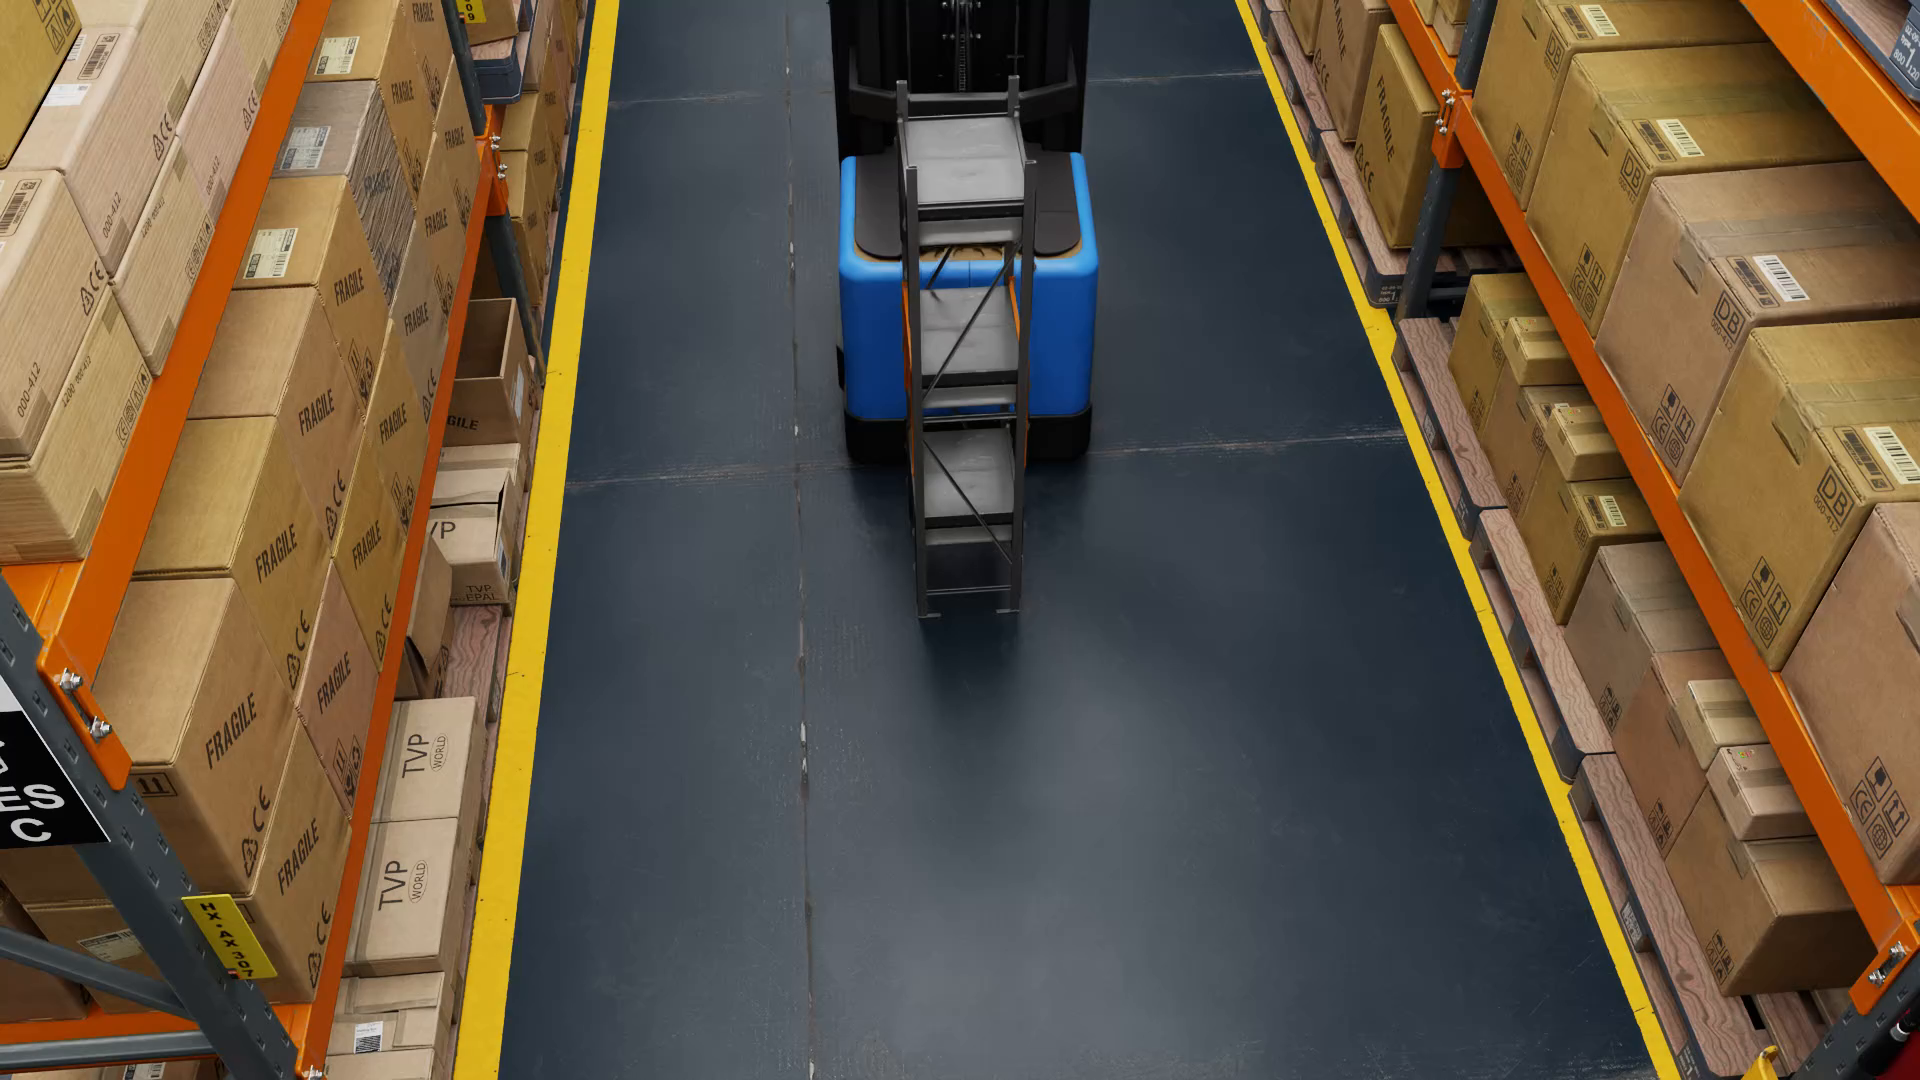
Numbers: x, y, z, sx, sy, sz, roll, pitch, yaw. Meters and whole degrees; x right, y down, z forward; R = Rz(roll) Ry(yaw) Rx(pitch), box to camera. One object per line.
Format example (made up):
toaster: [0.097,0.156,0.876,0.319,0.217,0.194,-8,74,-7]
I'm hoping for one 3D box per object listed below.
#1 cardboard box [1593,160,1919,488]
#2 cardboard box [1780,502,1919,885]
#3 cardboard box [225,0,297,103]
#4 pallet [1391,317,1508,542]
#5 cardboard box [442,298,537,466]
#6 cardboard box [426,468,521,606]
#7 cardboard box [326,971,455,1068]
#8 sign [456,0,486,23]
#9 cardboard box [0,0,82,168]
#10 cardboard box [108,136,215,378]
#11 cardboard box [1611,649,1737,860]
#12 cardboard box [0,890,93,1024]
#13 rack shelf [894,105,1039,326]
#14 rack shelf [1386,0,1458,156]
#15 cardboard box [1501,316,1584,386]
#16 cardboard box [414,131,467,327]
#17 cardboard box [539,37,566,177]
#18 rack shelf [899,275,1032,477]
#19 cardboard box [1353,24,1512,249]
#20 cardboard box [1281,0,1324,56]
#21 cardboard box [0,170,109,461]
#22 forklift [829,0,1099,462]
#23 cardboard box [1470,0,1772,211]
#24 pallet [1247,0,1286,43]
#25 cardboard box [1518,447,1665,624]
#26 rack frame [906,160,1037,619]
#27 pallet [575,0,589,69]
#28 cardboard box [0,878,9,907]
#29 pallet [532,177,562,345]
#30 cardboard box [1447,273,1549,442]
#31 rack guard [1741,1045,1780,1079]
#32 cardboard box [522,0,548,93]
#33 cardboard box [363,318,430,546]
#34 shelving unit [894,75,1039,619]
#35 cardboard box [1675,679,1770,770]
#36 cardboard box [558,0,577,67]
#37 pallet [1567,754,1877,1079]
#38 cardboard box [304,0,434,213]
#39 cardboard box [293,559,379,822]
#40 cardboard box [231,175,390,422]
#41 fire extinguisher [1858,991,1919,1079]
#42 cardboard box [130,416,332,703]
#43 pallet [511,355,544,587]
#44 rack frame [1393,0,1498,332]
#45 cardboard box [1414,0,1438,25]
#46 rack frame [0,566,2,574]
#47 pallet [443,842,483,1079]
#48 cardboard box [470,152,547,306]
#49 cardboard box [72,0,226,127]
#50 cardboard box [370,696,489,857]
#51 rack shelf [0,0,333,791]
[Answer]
cardboard box: [2.704,-0.697,5.274,0.980,0.700,0.700,-6,47,-5]
cardboard box: [2.830,0.381,4.253,0.980,0.700,0.700,-2,47,-1]
cardboard box: [-1.963,-1.297,4.086,0.500,0.250,0.500,-3,47,-3]
pallet: [2.534,-0.528,7.241,1.003,0.211,1.213,-3,47,-3]
cardboard box: [-2.057,-0.635,6.840,0.500,0.500,0.500,-3,47,-3]
cardboard box: [-1.995,-0.027,6.395,0.500,0.311,0.500,-3,47,-3]
cardboard box: [-1.766,1.474,5.073,0.380,0.166,0.250,-3,47,-3]
sign: [-1.848,-2.074,6.189,0.100,0.325,0.005,-3,47,-3]
cardboard box: [-2.070,-0.991,2.936,0.700,0.500,0.500,-3,47,-3]
cardboard box: [-1.872,-0.574,3.401,0.500,0.250,0.500,-3,47,-3]
cardboard box: [2.683,0.705,5.585,0.700,0.500,0.500,-4,47,-3]
cardboard box: [-2.362,0.814,3.981,0.500,0.500,0.500,-2,47,-2]
rack shelf: [0.014,-1.074,5.512,0.431,0.518,0.480,-3,47,-3]
rack shelf: [2.381,-3.242,8.386,1.077,0.370,4.000,-3,47,-3]
cardboard box: [2.355,-0.744,6.510,0.380,0.149,0.250,-2,47,-2]
cardboard box: [-2.046,-1.053,5.749,0.500,0.500,0.500,-2,47,-2]
cardboard box: [-2.276,-2.142,8.268,0.500,0.500,0.500,-3,47,-3]
rack shelf: [0.014,-0.593,6.021,0.431,0.518,0.480,-3,47,-3]
cardboard box: [2.364,-1.909,7.820,0.750,0.750,0.750,-3,47,-3]
cardboard box: [2.211,-3.167,9.011,0.750,0.750,0.750,-4,47,-3]
cardboard box: [-1.837,-0.383,2.877,0.500,0.250,0.500,-3,47,-3]
forklift: [-0.010,-2.398,7.139,1.130,2.935,3.031,-1,47,-1]
cardboard box: [2.577,-1.752,6.273,0.980,0.700,0.700,-3,47,-3]
pallet: [2.204,-3.402,9.963,1.003,0.211,1.213,-3,47,-3]
cardboard box: [2.588,-0.044,6.295,0.700,0.500,0.500,-3,47,-2]
rack frame: [0.034,-0.426,5.844,0.400,2.100,0.015,-3,47,-3]
pallet: [-2.698,-3.131,9.706,1.003,0.211,1.213,-3,47,-3]
cardboard box: [-2.364,0.472,3.616,0.500,0.500,0.500,-4,47,-4]
pallet: [-2.494,-1.365,8.034,1.003,0.211,1.213,-3,47,-3]
cardboard box: [2.509,-0.779,6.991,0.700,0.500,0.500,-3,47,-3]
rack guard: [2.885,1.729,4.905,1.175,0.500,0.348,-3,47,-3]
cardboard box: [-2.269,-2.376,7.973,0.500,0.250,0.500,-3,47,-3]
cardboard box: [-1.955,-0.314,5.049,0.500,0.500,0.500,-3,47,-3]
shelving unit: [0.014,-0.602,6.011,0.431,2.100,0.503,-3,47,-3]
cardboard box: [2.510,0.577,5.260,0.380,0.149,0.250,-2,47,-2]
cardboard box: [-2.367,-2.887,8.973,0.500,0.500,0.500,-5,47,-5]
pallet: [2.738,1.237,5.569,1.003,0.211,1.213,-3,47,-3]
cardboard box: [-2.042,-1.396,5.385,0.500,0.500,0.500,-4,47,-4]
cardboard box: [-1.876,0.412,4.362,0.500,0.500,0.500,-4,47,-4]
cardboard box: [-1.959,-0.667,4.695,0.500,0.500,0.500,-4,47,-4]
fire extinguisher: [2.436,1.144,4.047,0.296,0.674,0.183,-3,47,-3]
cardboard box: [-1.879,0.063,4.003,0.500,0.500,0.500,-3,47,-3]
pallet: [-2.331,-0.282,7.009,1.003,0.211,1.213,-3,47,-3]
rack frame: [2.548,-2.042,6.754,1.000,3.000,0.127,-3,47,-3]
cardboard box: [2.193,-2.371,7.225,0.380,0.149,0.250,-3,47,-3]
rack frame: [-2.053,-0.907,1.548,1.000,3.000,0.127,-3,47,-3]
pallet: [-2.127,1.483,5.337,1.003,0.211,1.213,-3,47,-3]
cardboard box: [-2.185,-1.395,7.560,0.500,0.500,0.500,-5,47,-5]
cardboard box: [-1.920,-1.107,3.562,0.500,0.250,0.500,-3,47,-3]
cardboard box: [-1.899,0.816,5.638,0.500,0.250,0.500,-3,47,-3]
rack shelf: [-2.220,-1.075,4.268,1.077,0.370,4.000,-3,47,-3]
